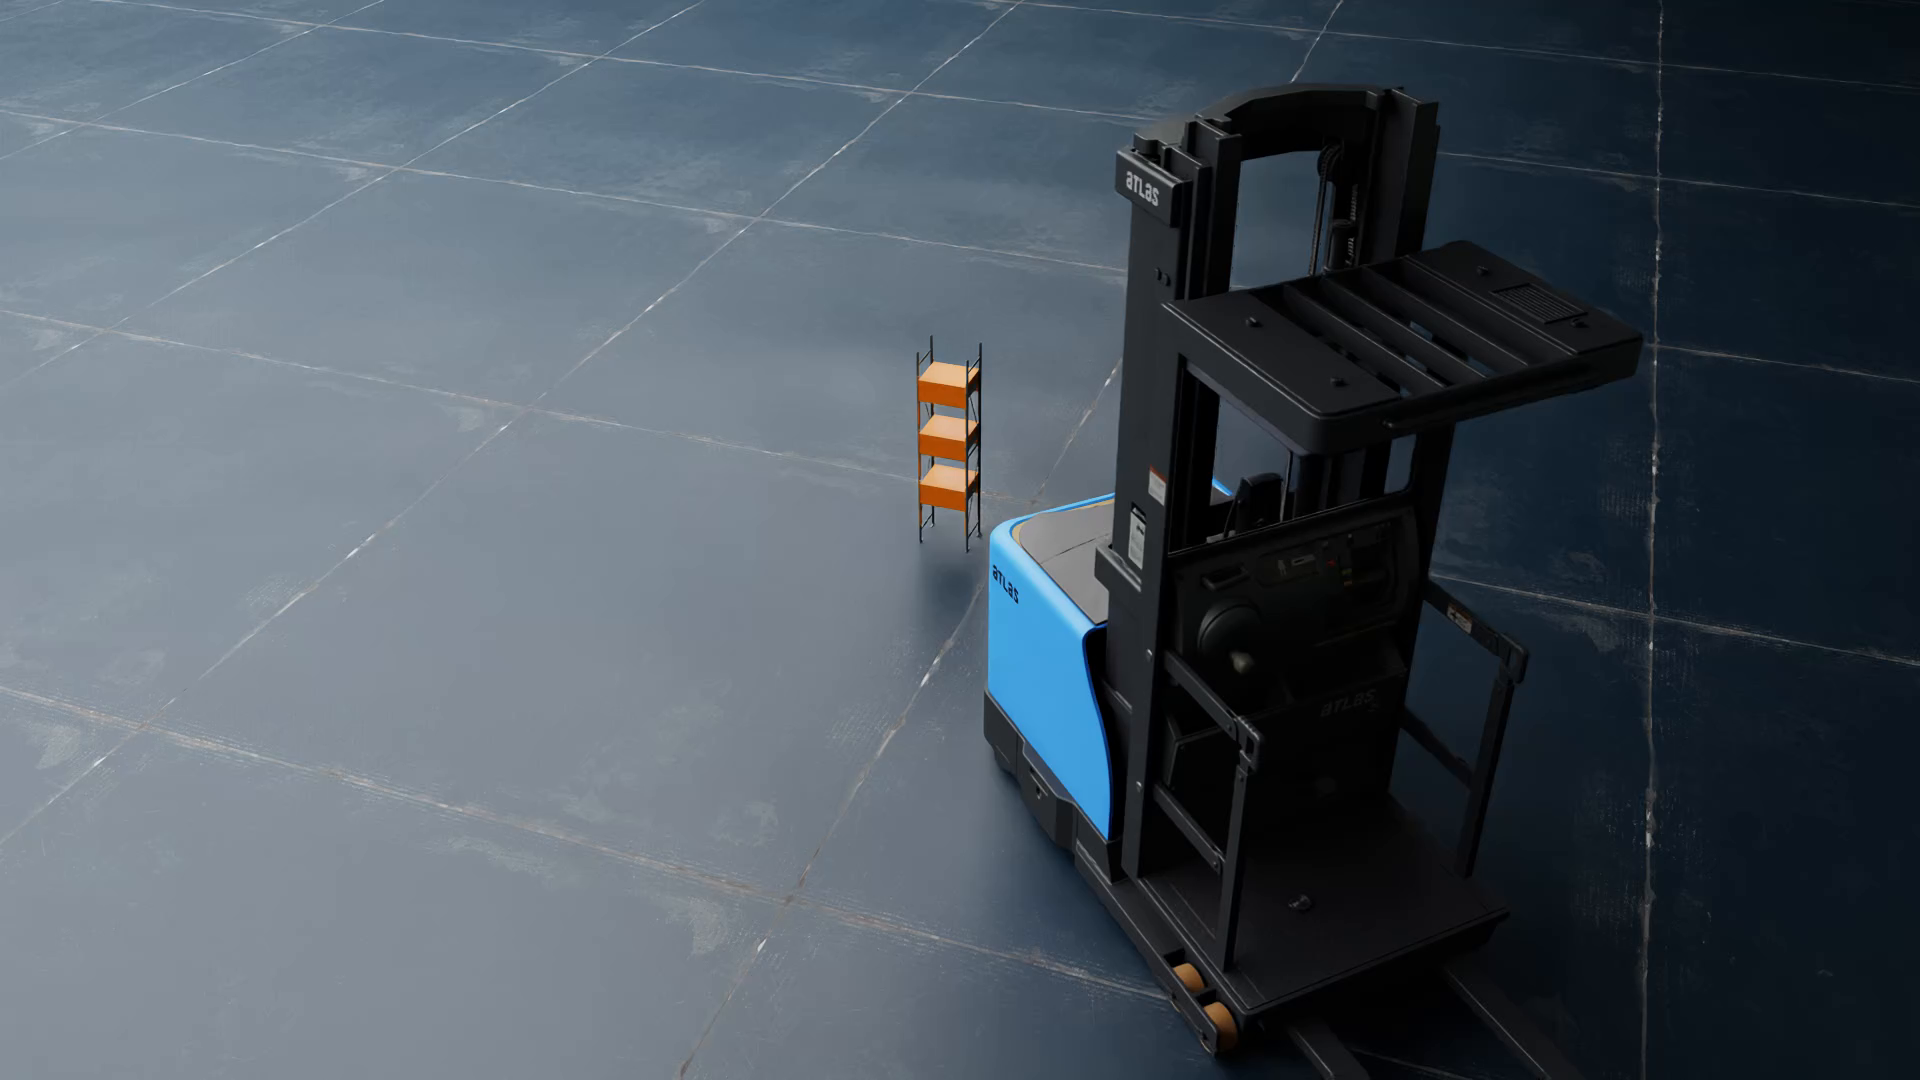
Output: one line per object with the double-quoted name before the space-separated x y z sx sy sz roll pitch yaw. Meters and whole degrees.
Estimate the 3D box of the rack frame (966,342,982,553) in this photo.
"rack frame" 0.064 -0.429 7.946 0.008 1.050 0.200 11 34 16

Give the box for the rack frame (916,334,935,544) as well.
"rack frame" -0.165 -0.473 8.015 0.008 1.050 0.200 11 34 16

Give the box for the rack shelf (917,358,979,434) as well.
"rack shelf" -0.050 -0.680 7.832 0.240 0.259 0.215 11 34 16

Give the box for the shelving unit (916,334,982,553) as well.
"shelving unit" -0.050 -0.451 7.980 0.252 1.050 0.215 11 34 16

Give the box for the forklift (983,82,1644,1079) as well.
"forklift" 1.188 0.217 5.212 1.130 2.935 3.031 -15 36 -21

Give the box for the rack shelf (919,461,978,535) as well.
"rack shelf" -0.050 -0.208 8.137 0.240 0.259 0.215 11 34 16

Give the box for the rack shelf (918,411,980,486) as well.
"rack shelf" -0.050 -0.442 7.986 0.240 0.259 0.215 11 34 16
